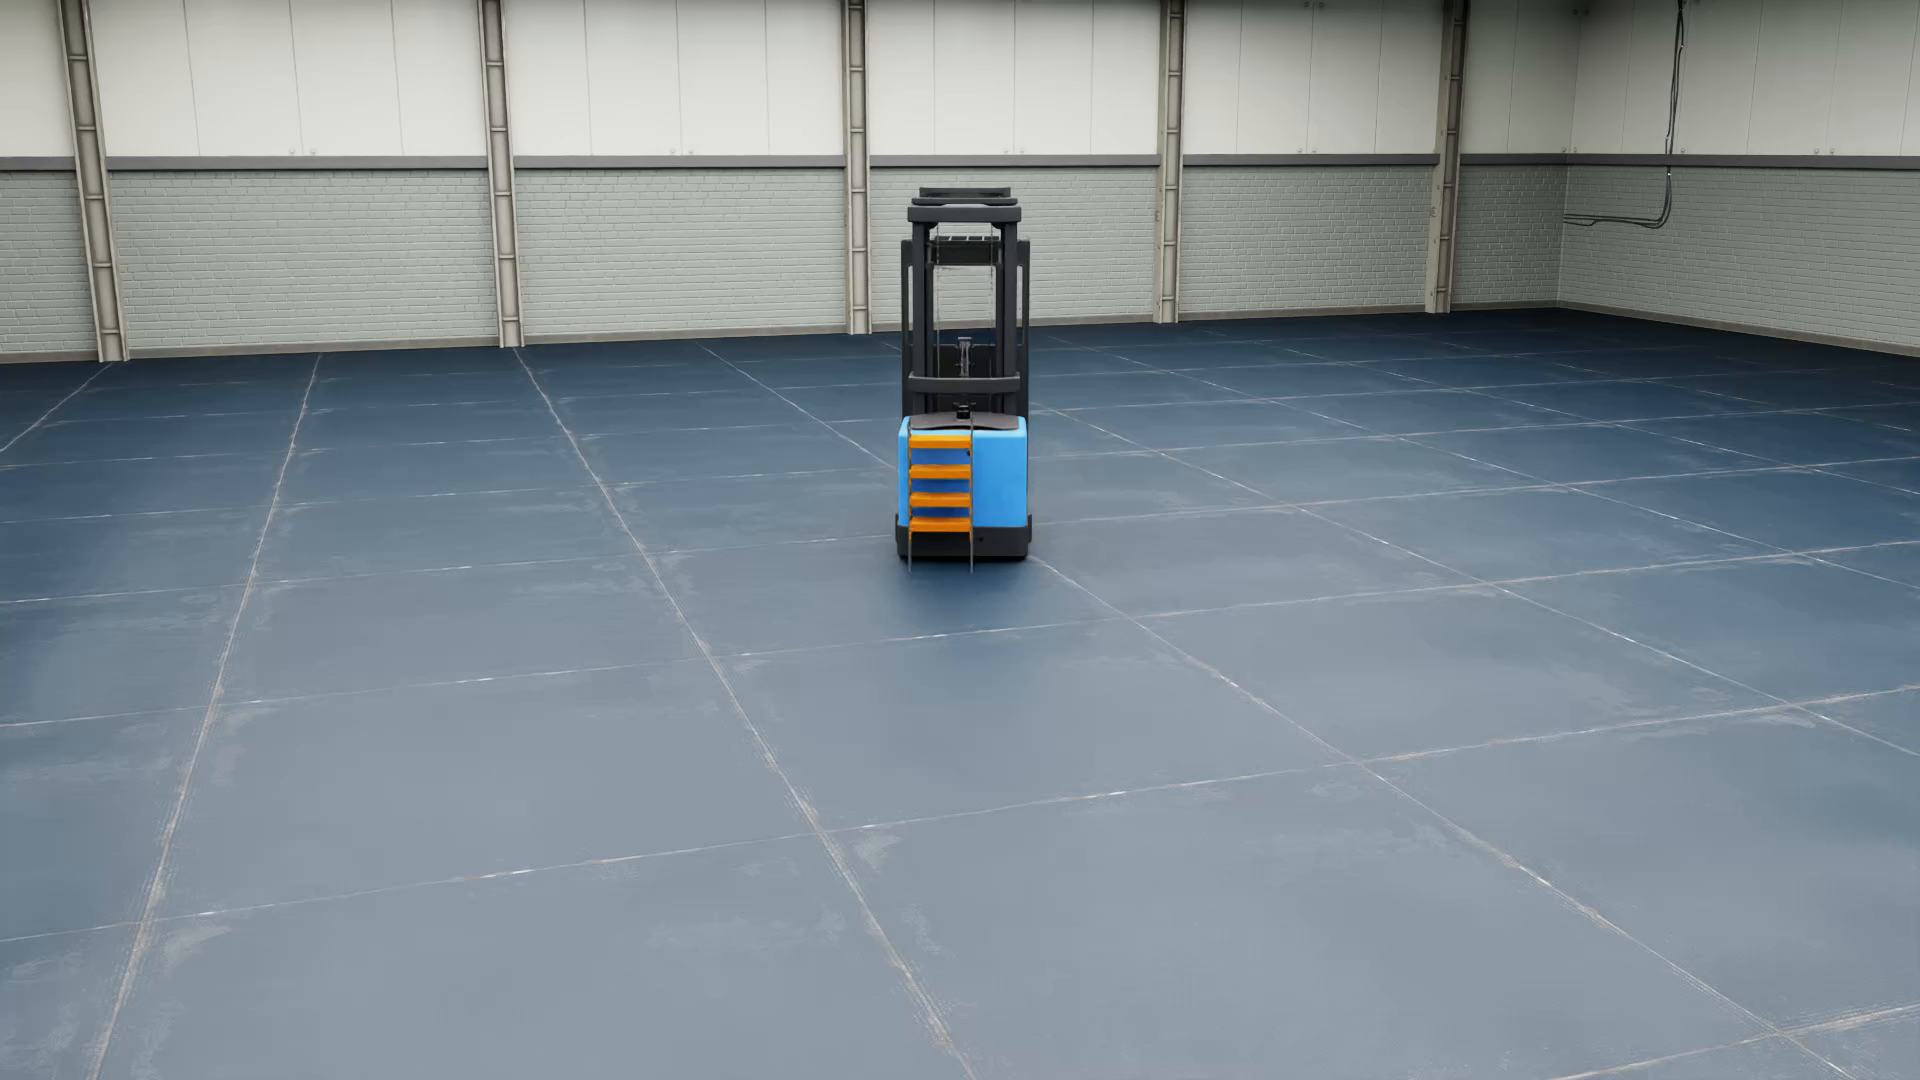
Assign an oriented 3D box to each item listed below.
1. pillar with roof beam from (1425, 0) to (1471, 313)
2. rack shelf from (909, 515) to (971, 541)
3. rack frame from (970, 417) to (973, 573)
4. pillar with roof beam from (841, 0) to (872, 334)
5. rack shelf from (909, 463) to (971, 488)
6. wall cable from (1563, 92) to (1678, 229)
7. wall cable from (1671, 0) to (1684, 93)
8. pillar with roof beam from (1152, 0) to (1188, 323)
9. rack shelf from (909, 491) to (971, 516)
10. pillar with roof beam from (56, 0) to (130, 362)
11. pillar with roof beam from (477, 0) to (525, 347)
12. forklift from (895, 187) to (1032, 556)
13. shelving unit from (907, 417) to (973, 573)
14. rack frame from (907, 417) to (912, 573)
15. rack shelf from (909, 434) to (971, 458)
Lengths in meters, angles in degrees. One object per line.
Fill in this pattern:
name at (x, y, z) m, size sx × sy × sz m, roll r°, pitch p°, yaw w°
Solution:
pillar with roof beam at (10.944, -8.006, 28.356) m, size 0.400 × 9.000 × 9.100 m, roll -4°, pitch 14°, yaw -18°
rack shelf at (-0.151, -0.093, 13.088) m, size 0.480 × 0.148 × 0.258 m, roll 0°, pitch 13°, yaw 1°
rack frame at (0.093, -0.350, 13.021) m, size 0.015 × 1.200 × 0.240 m, roll 0°, pitch 13°, yaw 1°
pillar with roof beam at (-0.429, -7.121, 24.633) m, size 0.400 × 9.000 × 9.100 m, roll -4°, pitch 14°, yaw -18°
rack shelf at (-0.151, -0.503, 12.990) m, size 0.480 × 0.148 × 0.258 m, roll 0°, pitch 13°, yaw 1°
wall cable at (12.785, -7.367, 32.380) m, size 0.112 × 2.526 × 3.097 m, roll -4°, pitch 14°, yaw -18°
wall cable at (13.648, -9.231, 29.301) m, size 0.112 × 2.526 × 3.097 m, roll -4°, pitch 14°, yaw -18°
pillar with roof beam at (5.258, -7.564, 26.494) m, size 0.400 × 9.000 × 9.100 m, roll -4°, pitch 14°, yaw -18°
rack shelf at (-0.151, -0.286, 13.042) m, size 0.480 × 0.148 × 0.258 m, roll 0°, pitch 13°, yaw 1°
pillar with roof beam at (-11.802, -6.235, 20.909) m, size 0.400 × 9.000 × 9.100 m, roll -4°, pitch 14°, yaw -18°
pillar with roof beam at (-6.116, -6.678, 22.771) m, size 0.400 × 9.000 × 9.100 m, roll -4°, pitch 14°, yaw -18°
forklift at (0.051, -1.577, 14.440) m, size 1.130 × 2.935 × 3.031 m, roll 0°, pitch 13°, yaw 1°
shelving unit at (-0.151, -0.351, 13.027) m, size 0.503 × 1.200 × 0.258 m, roll 0°, pitch 13°, yaw 1°
rack frame at (-0.395, -0.353, 13.032) m, size 0.015 × 1.200 × 0.240 m, roll 0°, pitch 13°, yaw 1°
rack shelf at (-0.151, -0.734, 12.936) m, size 0.480 × 0.148 × 0.258 m, roll 0°, pitch 13°, yaw 1°
